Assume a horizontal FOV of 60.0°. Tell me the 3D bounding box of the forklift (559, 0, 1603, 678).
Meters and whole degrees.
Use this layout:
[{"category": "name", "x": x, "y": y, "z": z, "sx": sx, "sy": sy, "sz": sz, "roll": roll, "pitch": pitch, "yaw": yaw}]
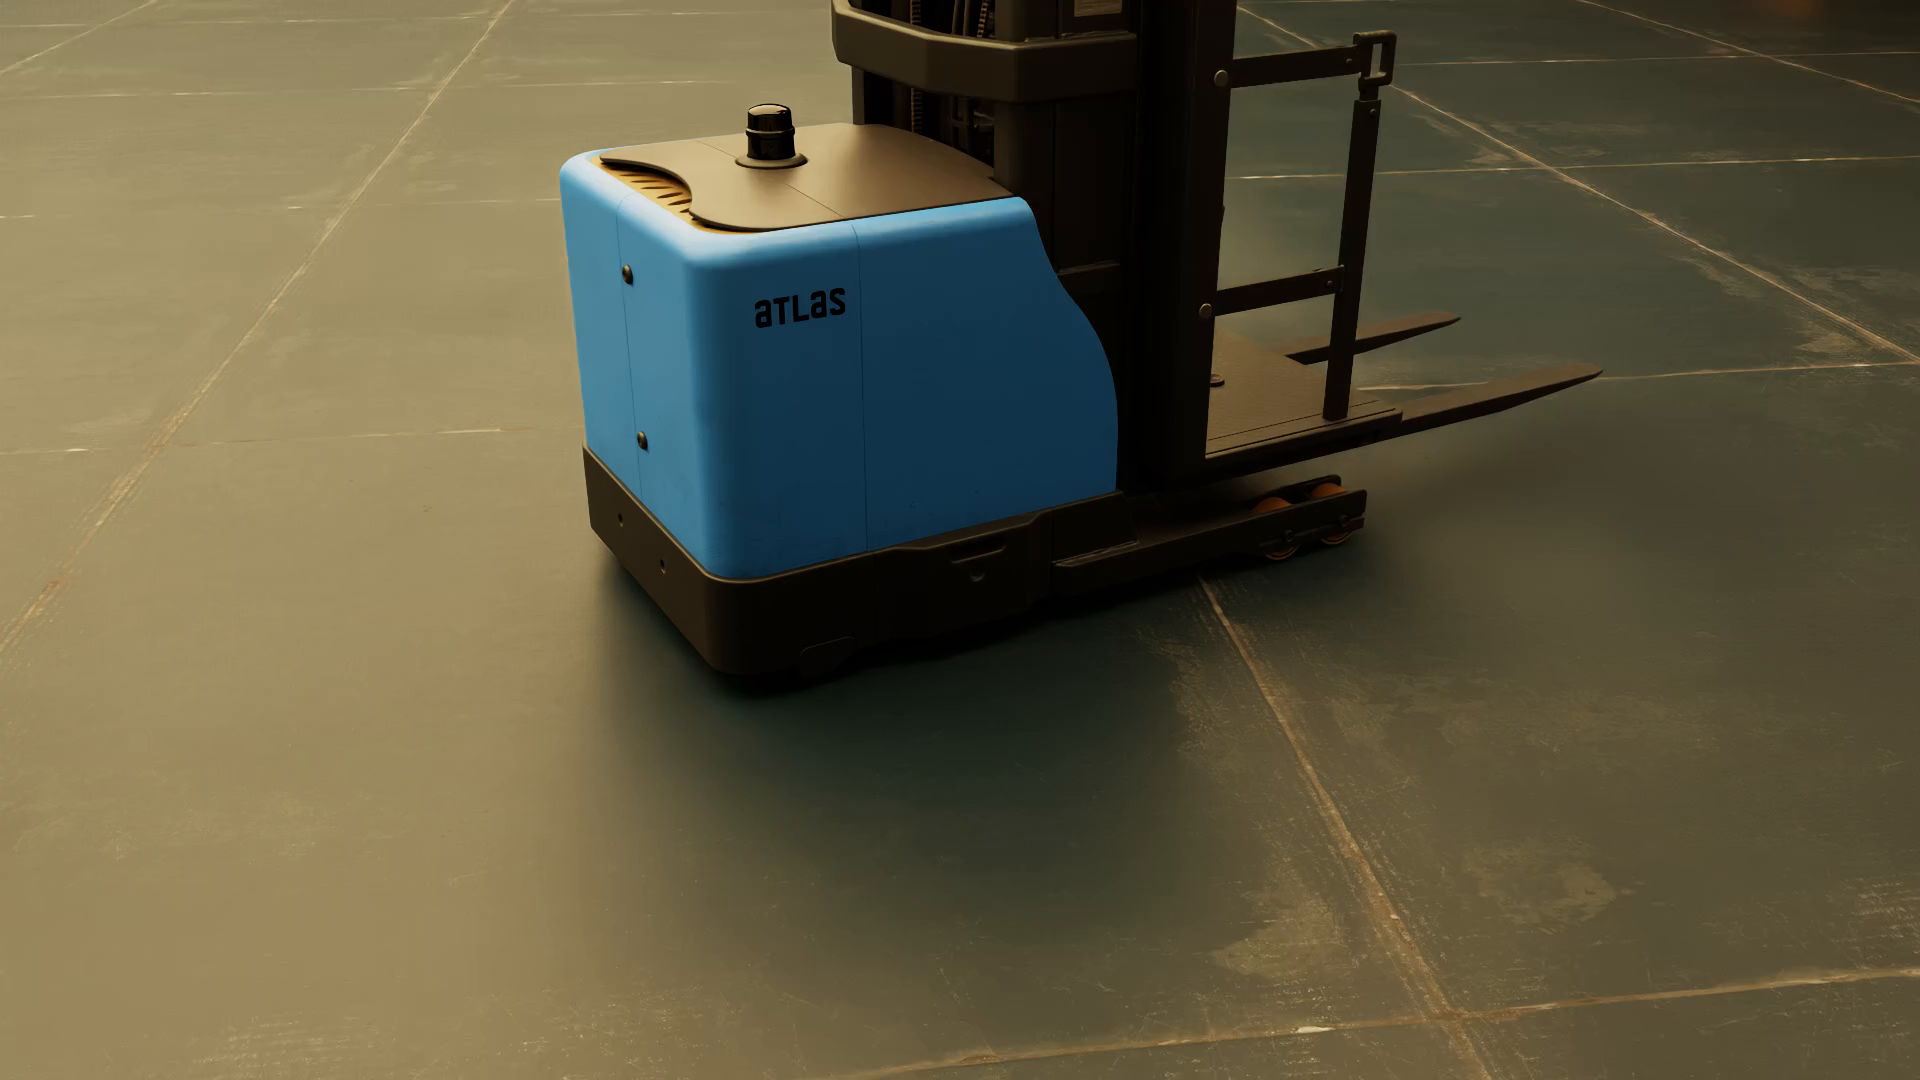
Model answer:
[{"category": "forklift", "x": 0.529, "y": -1.451, "z": 4.240, "sx": 3.031, "sy": 2.935, "sz": 1.130, "roll": -14, "pitch": 29, "yaw": -26}]
